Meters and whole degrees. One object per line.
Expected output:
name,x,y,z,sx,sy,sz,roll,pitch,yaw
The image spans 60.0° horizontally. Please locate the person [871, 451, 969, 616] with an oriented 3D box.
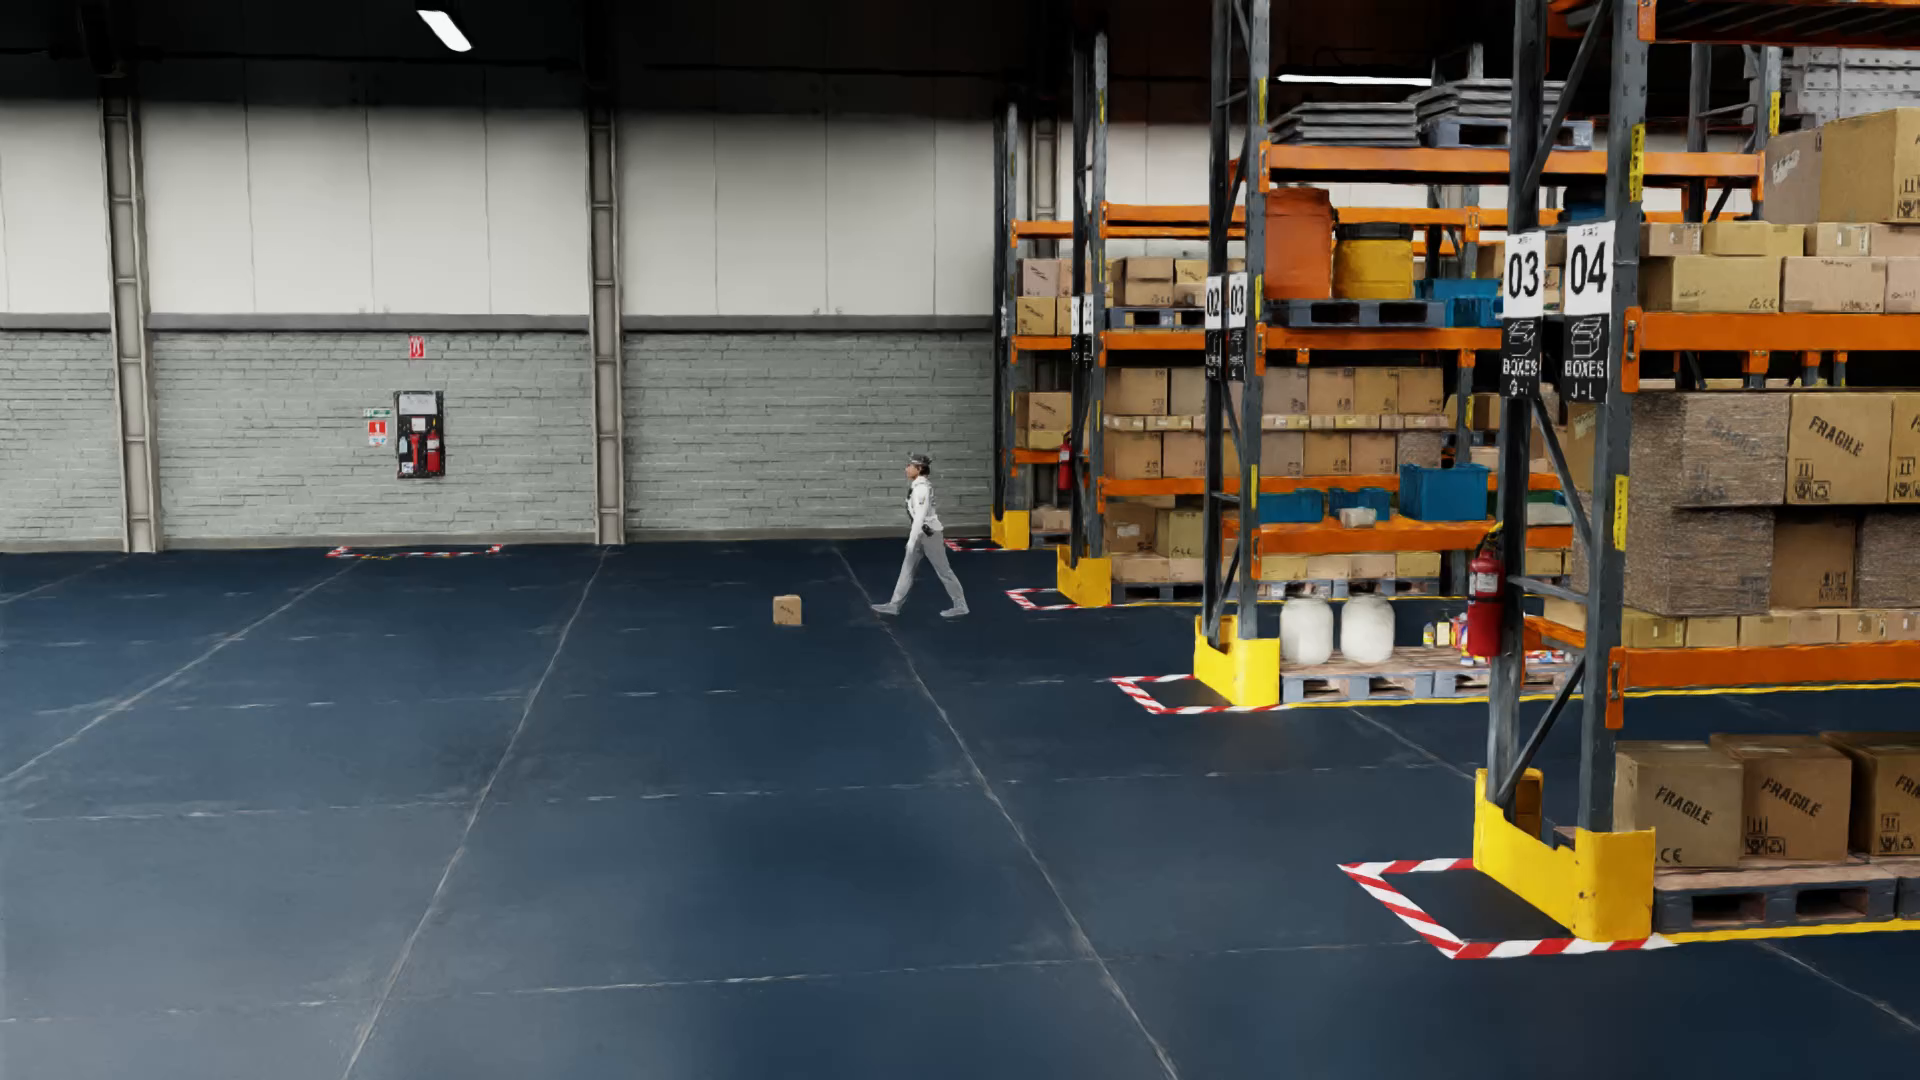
person,-0.391,-0.055,16.245,0.951,1.624,0.517,-1,7,-10
